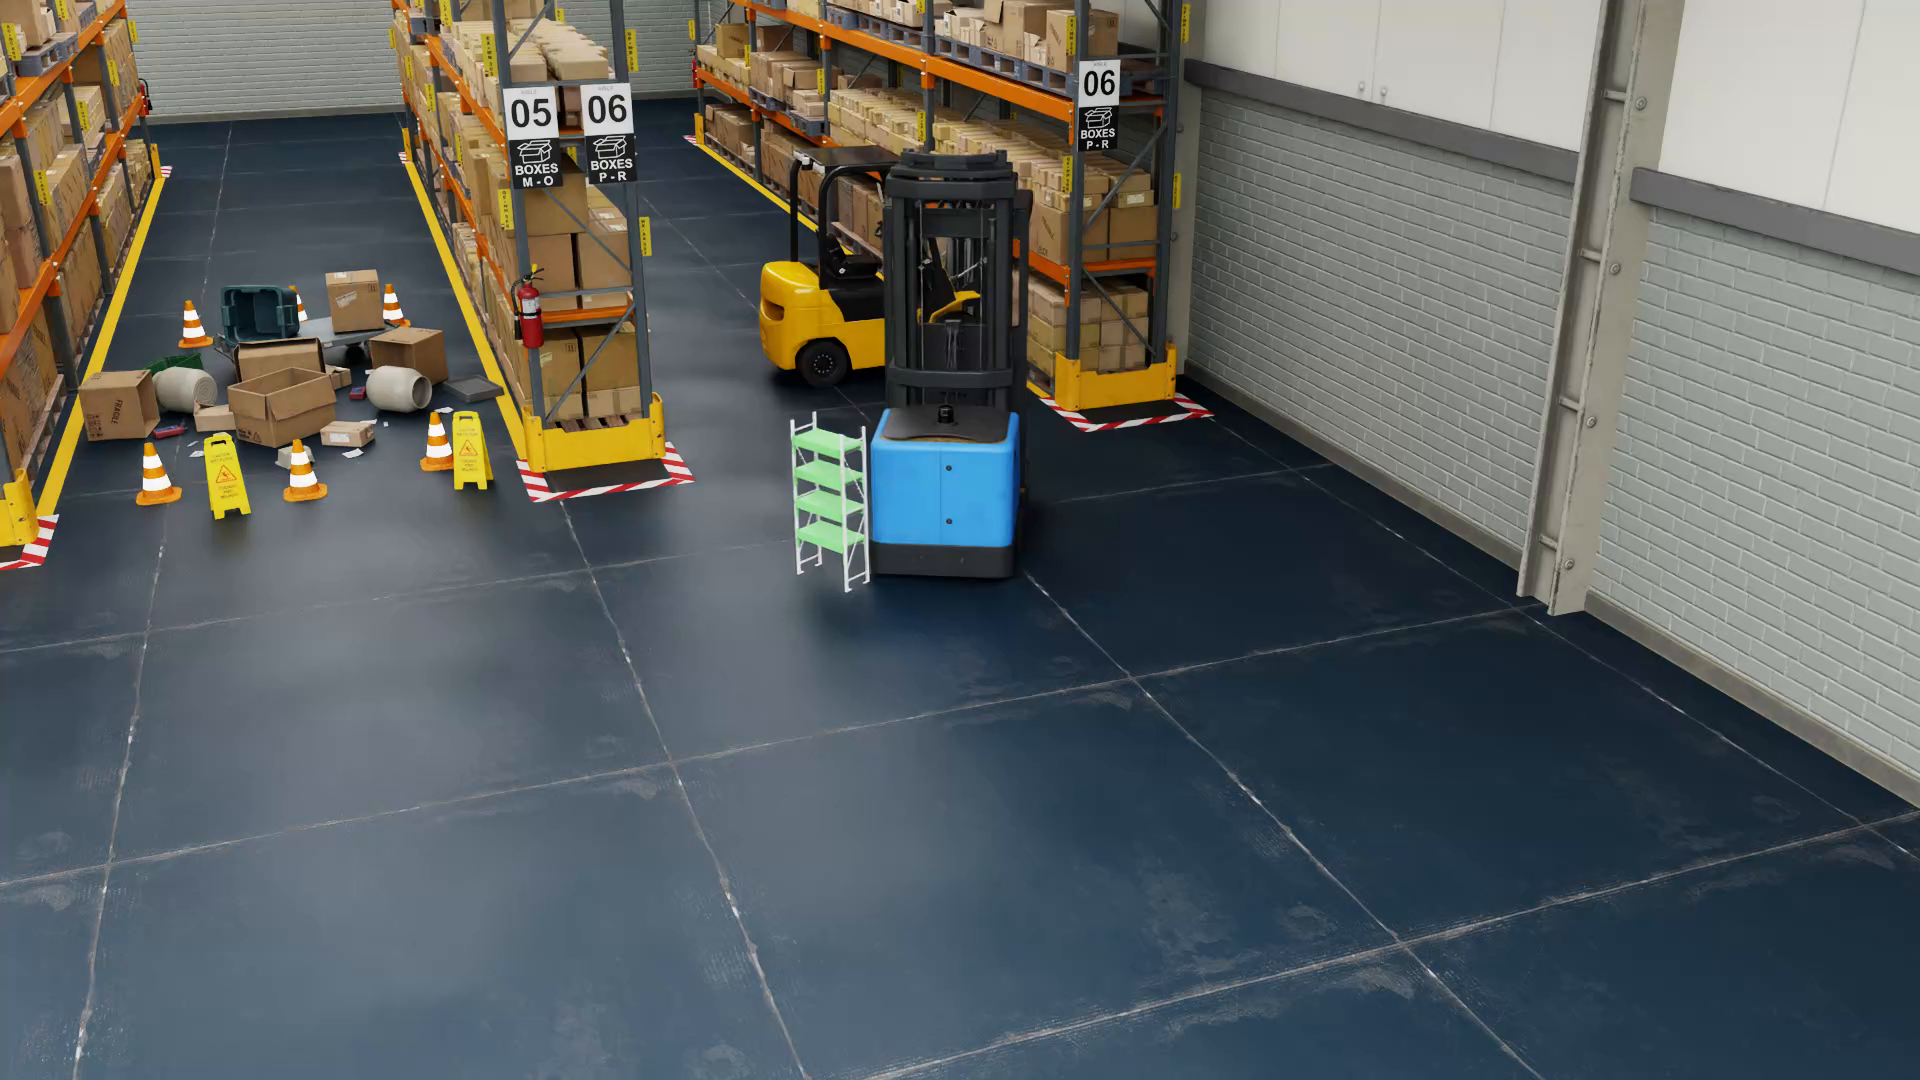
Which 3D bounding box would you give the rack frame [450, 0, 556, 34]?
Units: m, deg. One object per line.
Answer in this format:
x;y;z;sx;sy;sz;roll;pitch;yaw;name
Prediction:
-4.563;-6.284;16.196;1.000;3.000;0.127;-8;24;-19;rack frame

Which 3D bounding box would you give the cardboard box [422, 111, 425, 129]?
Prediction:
-7.131;-5.785;22.929;0.500;0.250;0.500;-9;24;-19;cardboard box

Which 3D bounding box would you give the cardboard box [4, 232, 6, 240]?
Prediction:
-8.721;-2.331;14.349;0.875;0.550;0.550;-8;24;-19;cardboard box

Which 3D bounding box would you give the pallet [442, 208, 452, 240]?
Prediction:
-6.612;-4.427;23.105;1.003;0.211;1.213;-8;24;-19;pallet

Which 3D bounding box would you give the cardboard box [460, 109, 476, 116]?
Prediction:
-5.193;-4.580;17.991;0.380;0.149;0.250;-9;25;-21;cardboard box

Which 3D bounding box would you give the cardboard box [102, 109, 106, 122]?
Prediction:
-11.659;-5.671;22.249;0.380;0.149;0.250;-9;24;-20;cardboard box

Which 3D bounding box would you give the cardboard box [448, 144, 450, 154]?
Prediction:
-5.914;-4.694;19.931;0.380;0.149;0.250;-10;25;-22;cardboard box

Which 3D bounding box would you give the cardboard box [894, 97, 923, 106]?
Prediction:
-0.627;-5.542;21.197;0.380;0.149;0.250;-8;24;-19;cardboard box

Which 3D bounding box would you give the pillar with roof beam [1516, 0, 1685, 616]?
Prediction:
0.181;-3.119;8.687;9.100;9.000;0.400;-8;24;-19;pillar with roof beam

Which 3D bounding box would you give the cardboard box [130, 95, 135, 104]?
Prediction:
-12.751;-6.694;25.217;0.380;0.149;0.250;-8;24;-18;cardboard box

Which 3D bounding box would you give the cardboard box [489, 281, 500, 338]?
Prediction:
-4.407;-2.347;16.614;0.500;0.500;0.500;-7;24;-17;cardboard box

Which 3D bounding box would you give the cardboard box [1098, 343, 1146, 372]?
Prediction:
1.501;-1.880;16.472;0.500;0.250;0.500;-8;24;-19;cardboard box

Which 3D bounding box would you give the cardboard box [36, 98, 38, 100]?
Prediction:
-11.998;-5.571;21.246;0.380;0.149;0.250;-9;24;-20;cardboard box

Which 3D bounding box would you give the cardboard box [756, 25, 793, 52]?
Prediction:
-3.024;-8.100;27.073;0.500;0.500;0.500;-9;24;-20;cardboard box

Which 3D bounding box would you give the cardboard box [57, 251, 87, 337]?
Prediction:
-9.799;-2.524;17.357;1.050;0.750;0.750;-8;24;-19;cardboard box

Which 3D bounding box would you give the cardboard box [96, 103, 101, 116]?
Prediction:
-11.480;-5.621;21.749;0.380;0.149;0.250;-7;24;-17;cardboard box

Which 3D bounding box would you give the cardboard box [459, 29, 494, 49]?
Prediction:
-4.486;-4.707;15.614;0.380;0.149;0.250;-9;24;-19;cardboard box

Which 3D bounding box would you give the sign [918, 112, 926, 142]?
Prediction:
-0.425;-4.621;18.586;0.100;0.325;0.005;-8;24;-19;sign

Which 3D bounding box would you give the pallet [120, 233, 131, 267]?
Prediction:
-11.273;-3.699;21.377;1.003;0.211;1.213;-8;24;-19;pallet

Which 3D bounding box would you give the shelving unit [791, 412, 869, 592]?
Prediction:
-0.933;-0.273;11.975;0.503;1.200;0.258;18;29;37;shelving unit

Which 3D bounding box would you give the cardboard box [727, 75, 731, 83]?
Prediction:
-3.625;-7.637;27.455;0.380;0.149;0.250;-8;24;-19;cardboard box

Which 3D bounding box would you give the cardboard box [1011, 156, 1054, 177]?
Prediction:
0.720;-3.688;16.416;0.380;0.149;0.250;-8;24;-18;cardboard box

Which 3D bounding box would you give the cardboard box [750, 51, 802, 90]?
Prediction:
-2.786;-7.142;25.286;0.700;0.500;0.500;-8;24;-18;cardboard box

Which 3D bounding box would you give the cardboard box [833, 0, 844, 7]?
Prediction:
-1.306;-7.026;21.022;0.500;0.500;0.500;-8;24;-19;cardboard box

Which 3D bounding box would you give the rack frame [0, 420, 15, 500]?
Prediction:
-7.745;-1.350;12.215;1.000;3.000;0.127;-8;24;-19;rack frame

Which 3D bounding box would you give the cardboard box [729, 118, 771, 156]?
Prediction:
-3.401;-6.675;27.527;0.700;0.500;0.500;-9;25;-21;cardboard box

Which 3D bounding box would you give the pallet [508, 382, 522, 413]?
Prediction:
-3.858;-1.551;16.282;1.003;0.211;1.213;-8;24;-19;pallet

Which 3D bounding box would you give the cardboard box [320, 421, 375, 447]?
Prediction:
-5.503;-0.951;14.938;0.380;0.149;0.250;4;23;9;cardboard box

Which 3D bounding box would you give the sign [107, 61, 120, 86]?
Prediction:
-11.467;-6.321;22.518;0.100;0.325;0.005;-8;24;-19;sign

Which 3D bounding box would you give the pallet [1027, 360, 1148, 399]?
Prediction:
1.183;-1.736;16.719;1.003;0.211;1.213;-8;24;-19;pallet

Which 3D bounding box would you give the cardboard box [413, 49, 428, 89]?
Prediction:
-7.297;-6.553;23.142;0.500;0.500;0.500;-8;24;-19;cardboard box

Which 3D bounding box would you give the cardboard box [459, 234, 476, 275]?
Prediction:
-5.518;-3.482;20.115;0.950;0.372;0.625;-9;24;-20;cardboard box

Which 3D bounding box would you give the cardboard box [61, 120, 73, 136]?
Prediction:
-10.555;-4.805;19.428;0.380;0.149;0.250;-8;24;-19;cardboard box

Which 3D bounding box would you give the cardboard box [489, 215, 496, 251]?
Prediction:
-4.107;-2.960;15.523;0.500;0.500;0.500;-8;24;-18;cardboard box

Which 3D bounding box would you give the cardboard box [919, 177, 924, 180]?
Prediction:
-0.344;-4.280;19.359;0.500;0.250;0.500;-8;24;-18;cardboard box

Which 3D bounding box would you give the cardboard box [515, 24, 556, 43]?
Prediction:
-4.075;-4.877;16.018;0.380;0.149;0.250;-8;24;-18;cardboard box

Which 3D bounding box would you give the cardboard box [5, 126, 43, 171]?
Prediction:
-9.701;-3.860;16.754;0.700;0.500;0.500;-8;24;-19;cardboard box

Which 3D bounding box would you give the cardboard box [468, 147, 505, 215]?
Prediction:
-3.983;-3.222;14.856;0.700;0.500;0.500;-9;24;-20;cardboard box

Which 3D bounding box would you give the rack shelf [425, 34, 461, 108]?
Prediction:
-5.270;-5.297;18.643;1.077;0.370;4.000;-8;24;-19;rack shelf

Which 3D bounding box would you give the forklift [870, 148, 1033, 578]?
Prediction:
-0.010;-1.609;12.917;1.130;2.935;3.031;2;23;4;forklift

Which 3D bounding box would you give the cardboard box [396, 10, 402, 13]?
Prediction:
-8.936;-8.518;26.971;0.380;0.149;0.250;-8;24;-18;cardboard box

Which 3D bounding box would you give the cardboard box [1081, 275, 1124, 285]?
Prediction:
1.319;-2.517;16.696;0.500;0.250;0.500;-8;24;-19;cardboard box

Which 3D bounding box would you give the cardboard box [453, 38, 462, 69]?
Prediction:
-4.664;-4.772;16.282;0.500;0.250;0.500;-9;24;-20;cardboard box

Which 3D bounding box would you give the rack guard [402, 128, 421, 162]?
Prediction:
-8.811;-6.736;28.213;1.175;0.500;0.348;-8;24;-19;rack guard

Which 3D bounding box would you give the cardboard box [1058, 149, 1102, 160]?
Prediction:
1.215;-3.869;16.843;0.380;0.149;0.250;-9;24;-20;cardboard box

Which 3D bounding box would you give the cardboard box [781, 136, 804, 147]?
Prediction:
-2.488;-6.003;25.096;0.380;0.149;0.250;-9;24;-20;cardboard box

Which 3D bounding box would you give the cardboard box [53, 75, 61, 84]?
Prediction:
-12.404;-6.488;22.605;0.500;0.500;0.500;-9;25;-21;cardboard box

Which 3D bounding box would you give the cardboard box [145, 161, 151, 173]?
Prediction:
-12.831;-5.801;25.905;0.380;0.149;0.250;-8;24;-17;cardboard box

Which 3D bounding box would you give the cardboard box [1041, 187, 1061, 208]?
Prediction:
0.989;-3.270;15.805;0.380;0.149;0.250;-8;24;-18;cardboard box

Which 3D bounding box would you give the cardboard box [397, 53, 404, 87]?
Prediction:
-8.902;-7.712;27.180;0.500;0.500;0.500;-9;24;-19;cardboard box

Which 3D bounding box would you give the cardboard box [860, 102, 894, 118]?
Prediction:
-1.031;-5.376;20.803;0.380;0.149;0.250;-8;24;-18;cardboard box

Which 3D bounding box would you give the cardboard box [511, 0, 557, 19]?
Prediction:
-4.580;-5.703;17.690;0.500;0.250;0.500;-9;24;-20;cardboard box

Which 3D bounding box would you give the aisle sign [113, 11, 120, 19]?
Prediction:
-13.143;-8.429;25.664;0.394;0.787;0.004;-8;24;-19;aisle sign

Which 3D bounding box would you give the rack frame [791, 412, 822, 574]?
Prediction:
-1.119;-0.335;12.120;0.015;1.200;0.240;18;29;37;rack frame

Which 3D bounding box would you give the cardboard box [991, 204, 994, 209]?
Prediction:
0.529;-3.494;17.173;0.500;0.500;0.500;-8;24;-19;cardboard box
